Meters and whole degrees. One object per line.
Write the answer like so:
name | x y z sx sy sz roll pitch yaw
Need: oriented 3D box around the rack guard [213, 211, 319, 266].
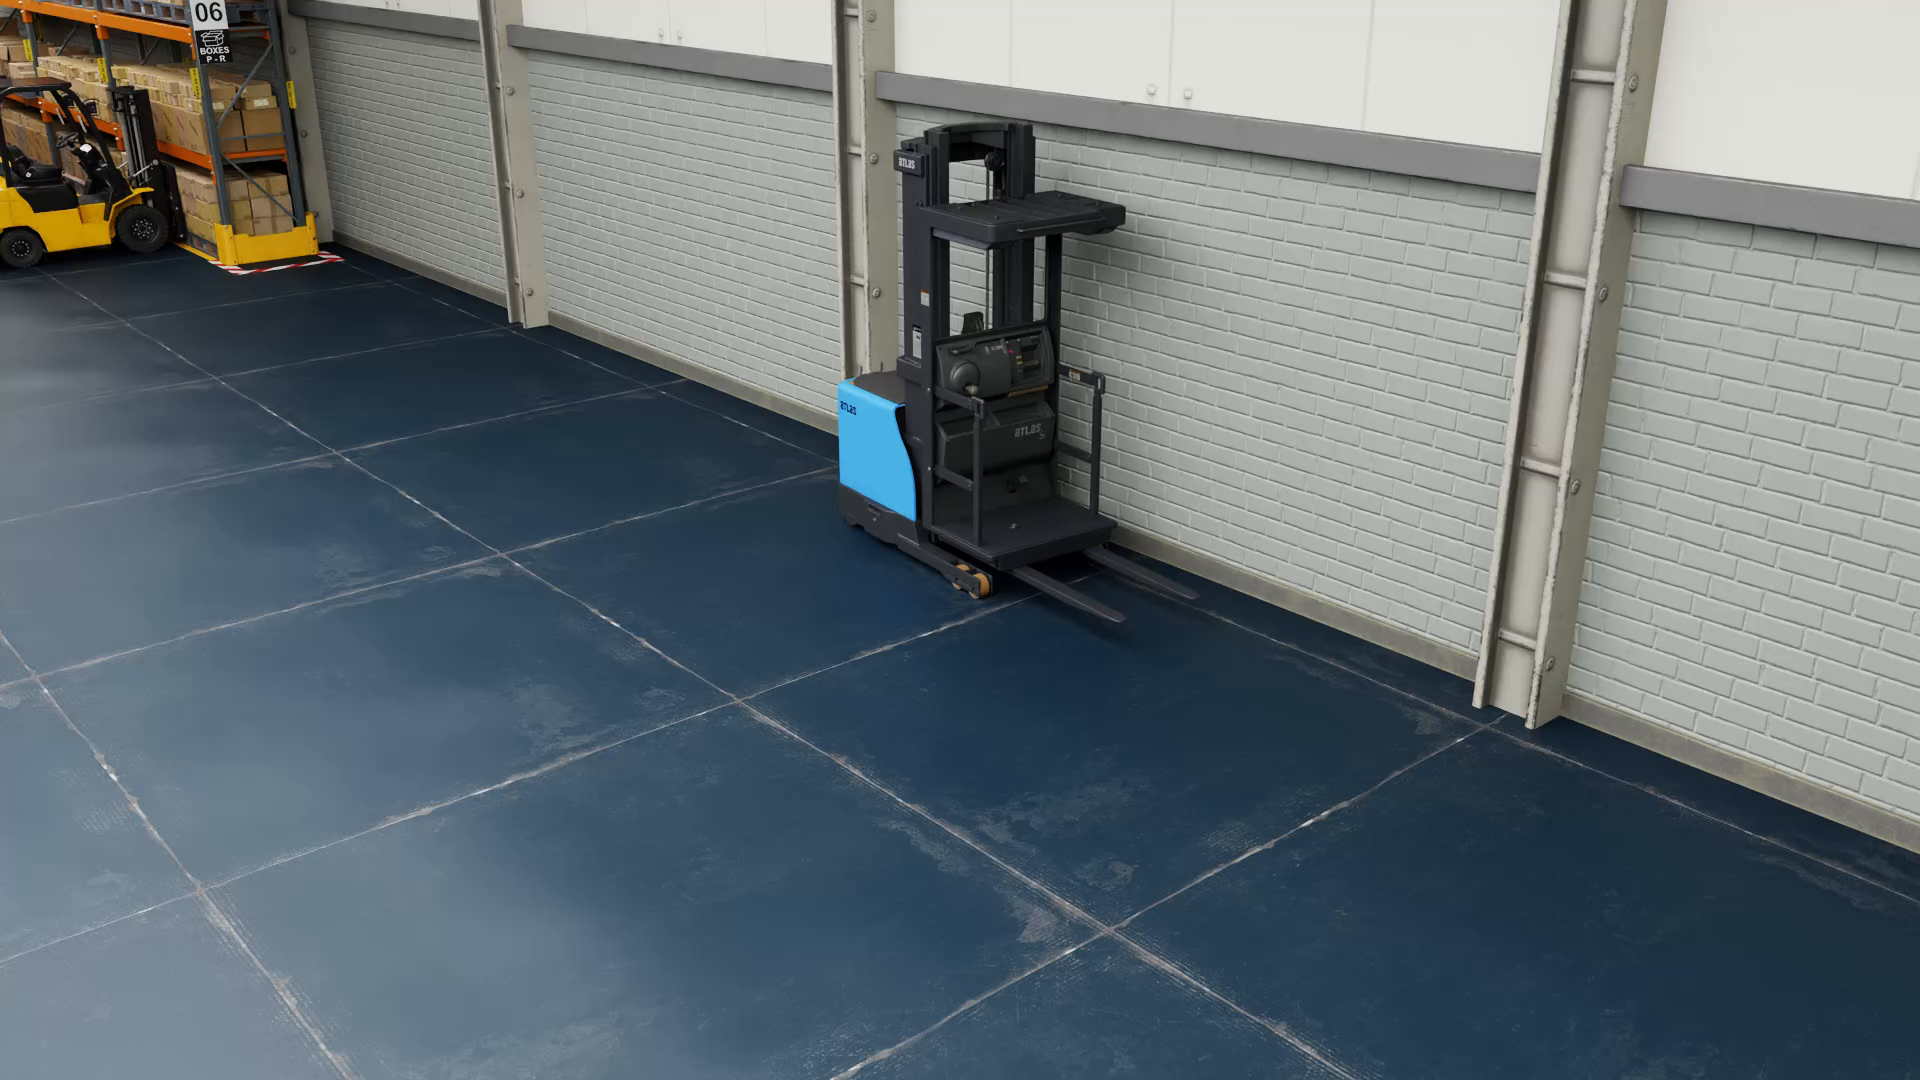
rack guard | -8.775 -3.825 21.063 1.175 0.500 0.348 -17 27 -37

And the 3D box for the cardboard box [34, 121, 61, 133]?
cardboard box | -14.729 -6.683 26.896 0.380 0.149 0.250 -19 28 -40

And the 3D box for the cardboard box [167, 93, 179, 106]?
cardboard box | -9.905 -5.656 21.286 0.380 0.149 0.250 -19 28 -39

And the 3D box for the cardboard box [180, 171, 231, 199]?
cardboard box | -9.666 -4.569 21.359 0.500 0.250 0.500 -17 27 -36

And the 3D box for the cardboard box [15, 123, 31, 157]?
cardboard box | -15.467 -6.726 27.896 0.500 0.500 0.500 -19 28 -39

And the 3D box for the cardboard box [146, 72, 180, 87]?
cardboard box | -10.518 -6.092 21.989 0.380 0.149 0.250 -18 27 -38

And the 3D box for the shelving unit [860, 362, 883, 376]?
shelving unit | -0.593 -0.791 12.564 0.215 1.050 0.252 -14 25 -32

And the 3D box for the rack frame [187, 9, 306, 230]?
rack frame | -8.791 -4.995 20.624 1.000 3.000 0.127 -17 27 -37

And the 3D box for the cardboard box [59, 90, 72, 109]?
cardboard box | -13.242 -6.674 25.116 0.500 0.250 0.500 -19 28 -39

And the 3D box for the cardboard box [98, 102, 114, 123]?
cardboard box | -11.929 -6.107 23.670 0.500 0.250 0.500 -17 27 -36

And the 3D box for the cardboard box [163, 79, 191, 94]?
cardboard box | -9.921 -5.790 21.218 0.380 0.149 0.250 -17 27 -36

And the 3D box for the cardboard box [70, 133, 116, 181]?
cardboard box | -13.184 -5.941 25.719 0.875 0.625 0.625 -16 27 -36

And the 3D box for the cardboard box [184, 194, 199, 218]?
cardboard box | -9.665 -4.344 21.472 0.500 0.250 0.500 -18 28 -38

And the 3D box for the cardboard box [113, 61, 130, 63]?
cardboard box | -12.631 -7.093 24.953 0.380 0.149 0.250 -16 27 -36

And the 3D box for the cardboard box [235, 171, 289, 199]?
cardboard box | -8.961 -4.554 21.321 0.500 0.250 0.500 -18 28 -38

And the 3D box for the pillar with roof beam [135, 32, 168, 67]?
pillar with roof beam | -15.741 -8.828 22.185 9.100 9.000 0.400 -17 27 -37

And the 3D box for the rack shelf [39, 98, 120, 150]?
rack shelf | -12.707 -6.318 24.988 1.077 0.370 4.000 -17 27 -37

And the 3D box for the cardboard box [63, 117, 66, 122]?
cardboard box | -14.808 -7.044 27.819 0.380 0.149 0.250 -18 28 -39

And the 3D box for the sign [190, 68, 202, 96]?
sign | -9.211 -5.519 20.050 0.100 0.325 0.005 -17 27 -37

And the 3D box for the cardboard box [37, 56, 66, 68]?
cardboard box | -14.028 -7.396 25.727 0.380 0.149 0.250 -16 27 -36

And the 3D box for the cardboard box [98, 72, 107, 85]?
cardboard box | -11.975 -6.557 23.586 0.380 0.149 0.250 -18 28 -38

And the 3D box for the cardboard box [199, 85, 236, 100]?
cardboard box | -9.184 -5.531 20.558 0.380 0.149 0.250 -17 27 -37

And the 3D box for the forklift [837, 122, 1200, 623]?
forklift | 0.365 -1.178 10.973 1.130 2.935 3.031 -15 26 -33

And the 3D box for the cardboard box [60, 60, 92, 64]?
cardboard box | -13.299 -7.126 25.038 0.380 0.149 0.250 -17 27 -37

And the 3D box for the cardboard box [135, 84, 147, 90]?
cardboard box | -10.757 -6.003 22.171 0.380 0.149 0.250 -18 28 -38

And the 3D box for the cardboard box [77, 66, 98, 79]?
cardboard box | -12.650 -6.836 24.299 0.380 0.149 0.250 -17 27 -37

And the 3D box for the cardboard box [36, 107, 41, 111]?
cardboard box | -15.824 -7.475 28.917 0.380 0.149 0.250 -17 27 -37

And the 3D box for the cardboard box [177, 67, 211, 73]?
cardboard box | -10.439 -6.368 22.694 0.380 0.149 0.250 -18 28 -38

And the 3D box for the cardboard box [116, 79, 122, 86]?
cardboard box | -11.393 -6.298 22.925 0.380 0.149 0.250 -18 28 -38

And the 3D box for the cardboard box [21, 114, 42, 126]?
cardboard box | -15.372 -6.988 27.675 0.380 0.149 0.250 -19 28 -40

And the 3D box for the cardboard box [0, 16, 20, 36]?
cardboard box | -17.394 -9.203 30.137 0.500 0.500 0.500 -18 28 -39

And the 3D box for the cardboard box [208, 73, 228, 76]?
cardboard box | -9.836 -6.060 21.909 0.380 0.149 0.250 -17 27 -37

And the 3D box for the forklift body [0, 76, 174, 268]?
forklift body | -11.411 -4.689 21.008 2.313 2.155 1.214 -17 27 -37

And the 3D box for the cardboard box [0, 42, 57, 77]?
cardboard box | -15.219 -7.856 27.211 0.797 0.503 0.637 -18 28 -39

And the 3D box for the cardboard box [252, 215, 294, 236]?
cardboard box | -8.963 -4.093 21.514 0.500 0.250 0.500 -17 27 -37

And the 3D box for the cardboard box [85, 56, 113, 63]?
cardboard box | -13.269 -7.380 25.688 0.380 0.149 0.250 -17 27 -37

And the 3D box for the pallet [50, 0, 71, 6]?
pallet | -12.770 -8.040 24.543 1.003 0.211 1.213 -16 26 -35

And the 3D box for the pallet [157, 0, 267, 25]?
pallet | -9.233 -6.552 20.608 1.003 0.211 1.213 -17 27 -37

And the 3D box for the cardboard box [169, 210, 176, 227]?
cardboard box | -10.330 -4.383 22.256 0.500 0.250 0.500 -16 27 -36

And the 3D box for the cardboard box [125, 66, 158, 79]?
cardboard box | -11.166 -6.382 22.731 0.380 0.149 0.250 -17 27 -37

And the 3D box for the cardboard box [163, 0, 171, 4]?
cardboard box | -9.562 -6.673 20.428 0.380 0.149 0.250 -18 28 -39

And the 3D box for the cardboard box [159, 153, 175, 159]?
cardboard box | -10.998 -5.129 22.789 0.500 0.250 0.500 -17 27 -37

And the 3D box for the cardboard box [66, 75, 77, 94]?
cardboard box | -12.902 -6.765 24.663 0.500 0.250 0.500 -17 27 -37

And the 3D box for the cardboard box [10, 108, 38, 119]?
cardboard box | -15.987 -7.283 28.428 0.380 0.149 0.250 -18 28 -38

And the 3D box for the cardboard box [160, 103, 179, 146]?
cardboard box | -9.978 -5.402 21.526 0.500 0.500 0.500 -18 28 -38

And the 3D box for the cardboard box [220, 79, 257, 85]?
cardboard box | -9.177 -5.776 21.183 0.380 0.149 0.250 -17 27 -36

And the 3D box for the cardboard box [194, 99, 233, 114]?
cardboard box | -9.230 -5.373 20.562 0.380 0.149 0.250 -17 27 -37

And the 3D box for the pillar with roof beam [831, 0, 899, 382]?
pillar with roof beam | -3.991 -3.855 9.488 9.100 9.000 0.400 -17 27 -37

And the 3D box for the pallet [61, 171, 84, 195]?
pallet | -13.505 -5.670 26.171 1.003 0.211 1.213 -17 27 -37
